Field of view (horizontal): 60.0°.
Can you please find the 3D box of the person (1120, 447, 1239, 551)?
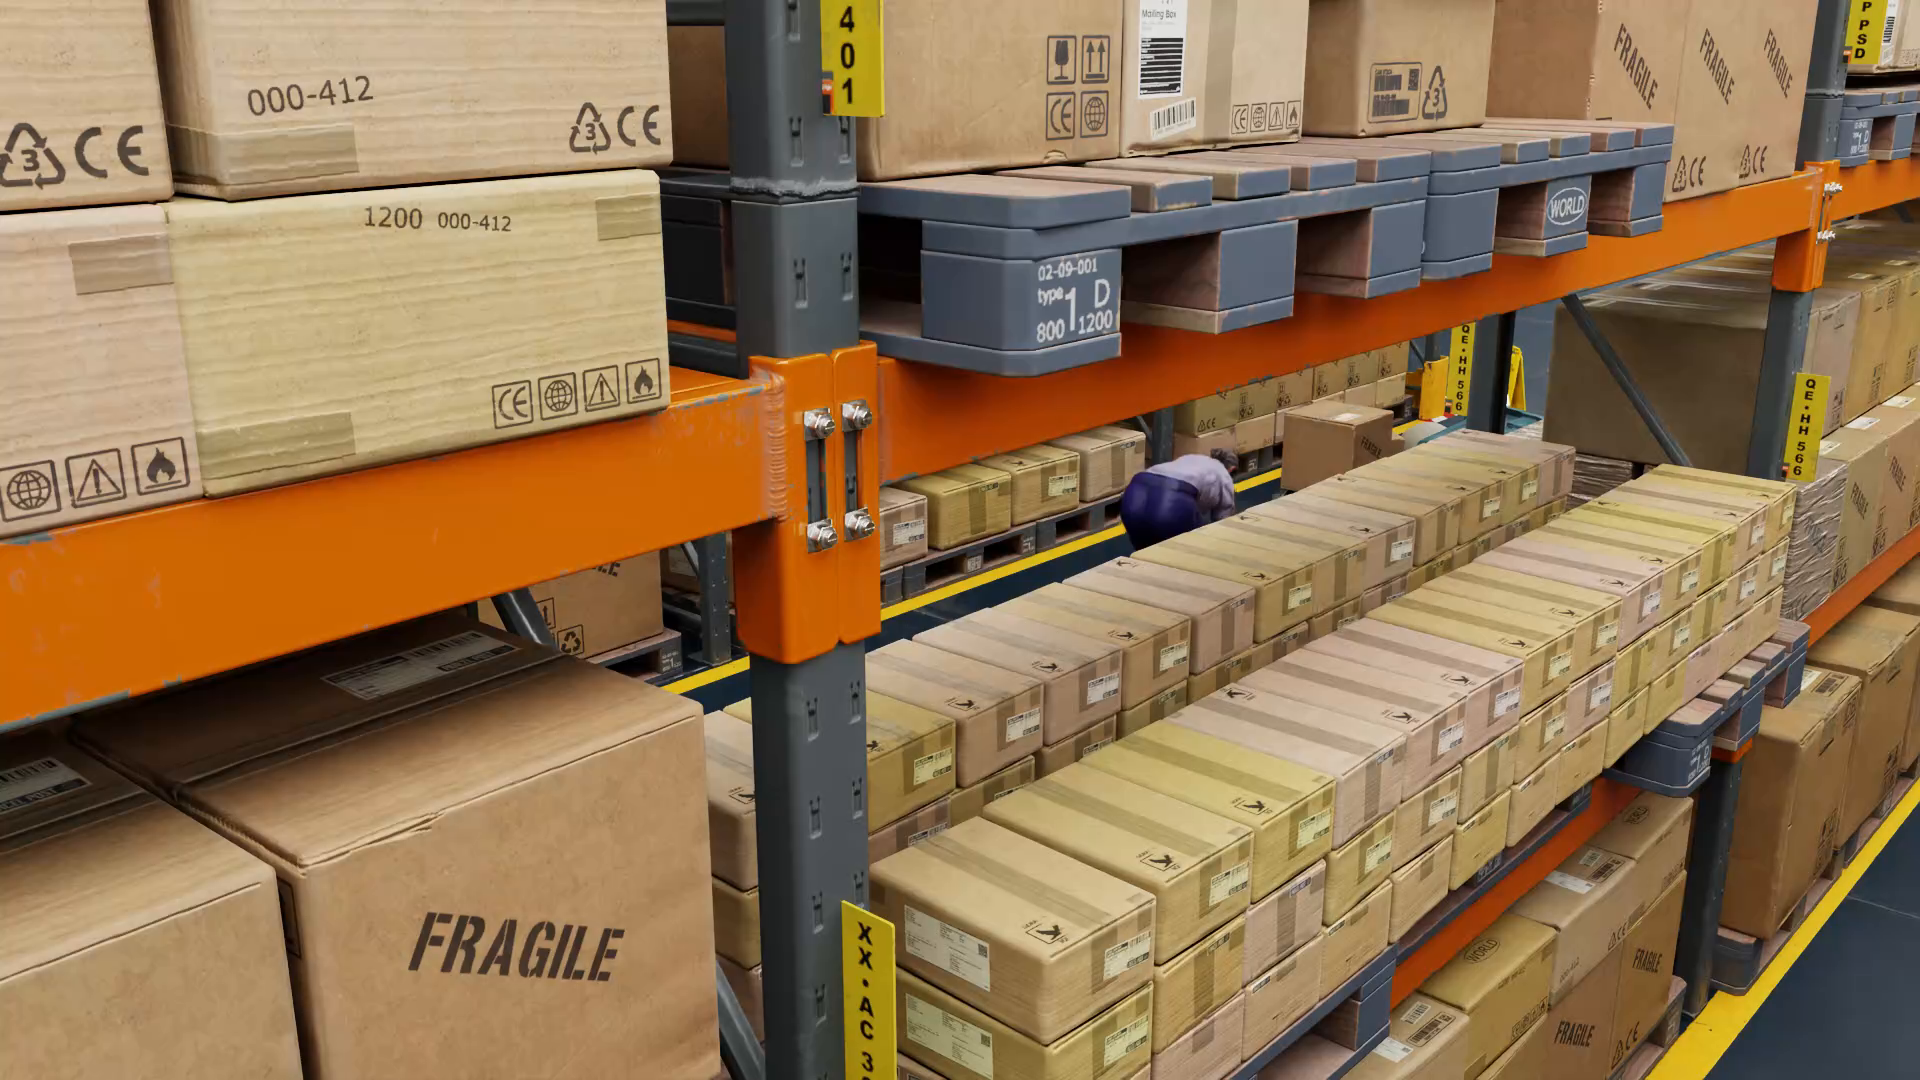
[{"bbox_3d":[1.264,0.028,9.082,0.471,1.004,0.828,14,22,37],"label":"person"}]
